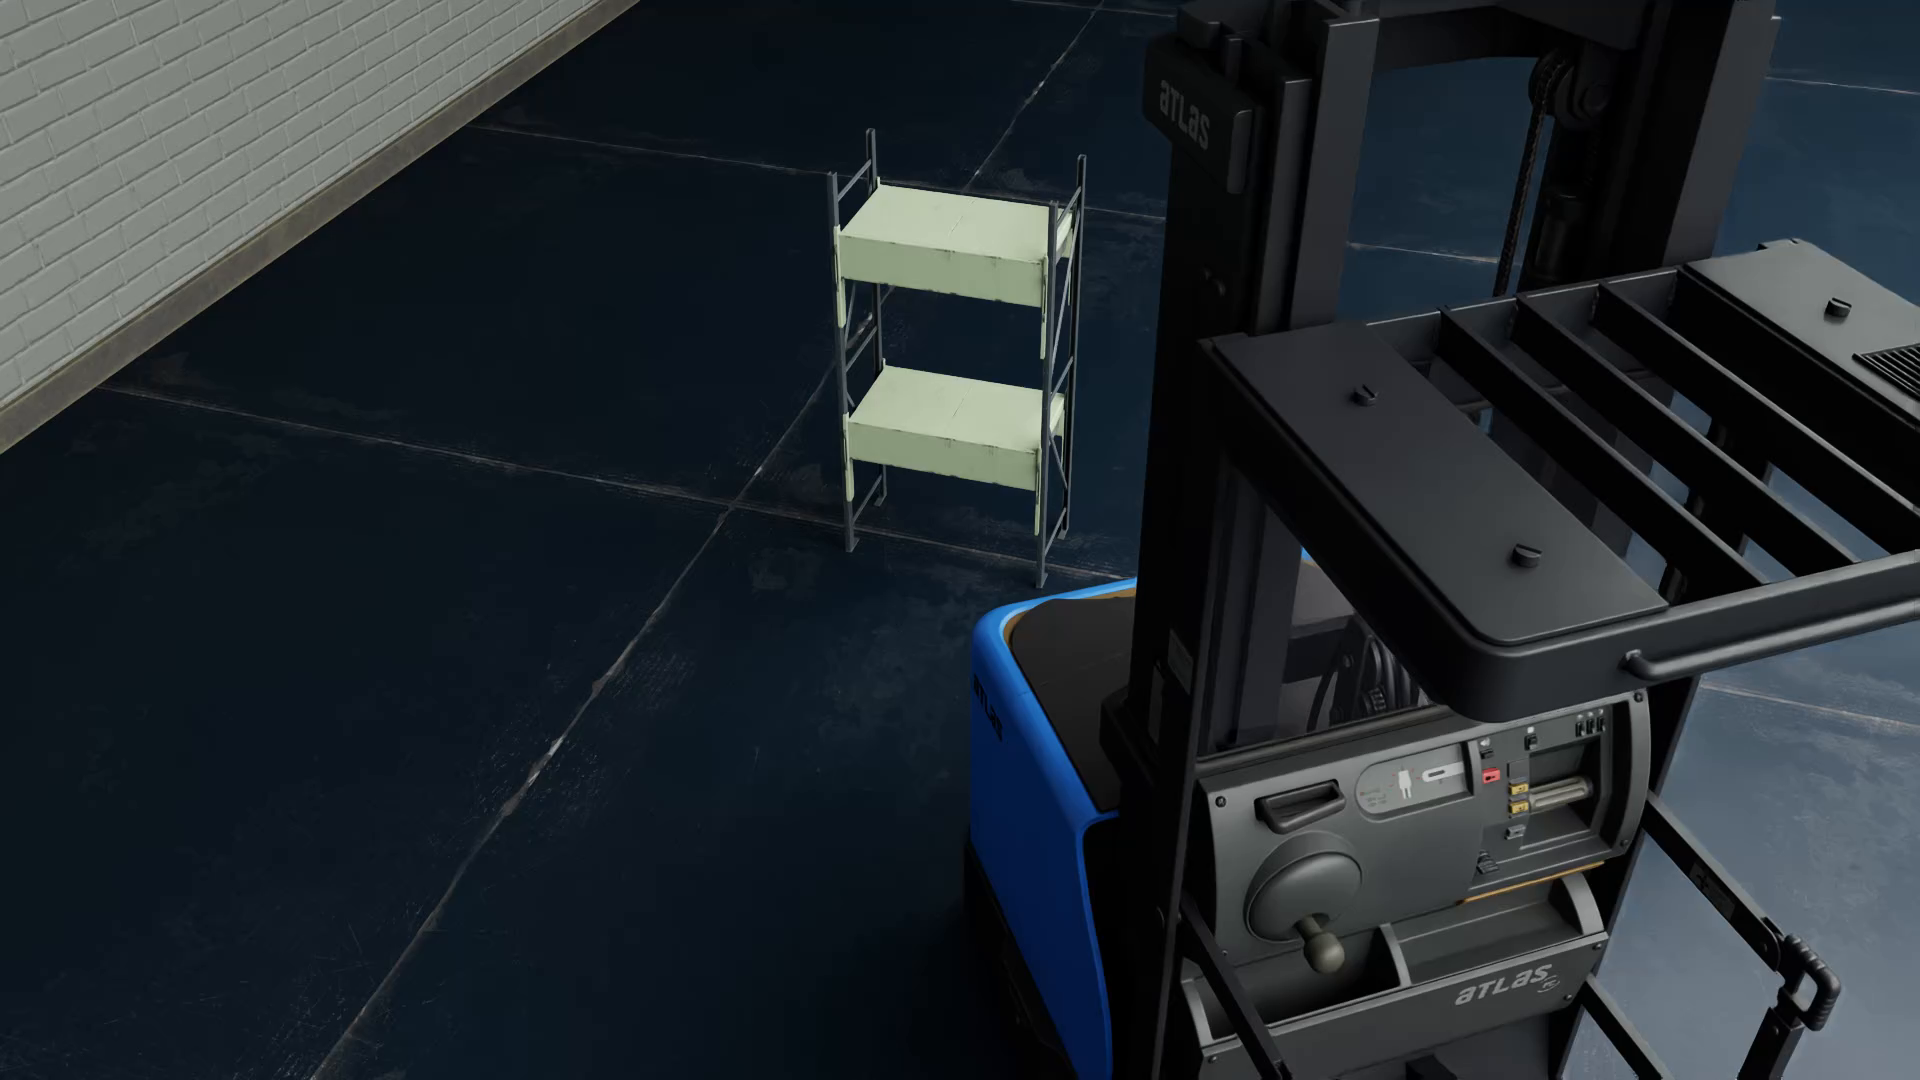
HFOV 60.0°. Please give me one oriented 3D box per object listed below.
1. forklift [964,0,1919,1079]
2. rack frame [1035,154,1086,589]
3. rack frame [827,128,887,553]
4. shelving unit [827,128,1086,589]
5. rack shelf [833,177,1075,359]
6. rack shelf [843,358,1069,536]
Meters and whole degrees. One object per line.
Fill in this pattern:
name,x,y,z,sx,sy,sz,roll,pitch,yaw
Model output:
forklift,0.960,0.601,2.960,1.130,2.935,3.031,-11,38,-15
rack frame,0.343,-0.541,5.719,0.023,1.500,0.400,10,38,14
rack frame,-0.356,-0.670,5.895,0.023,1.500,0.400,10,38,14
shelving unit,-0.006,-0.605,5.807,0.755,1.500,0.431,10,38,14
rack shelf,-0.006,-0.920,5.576,0.720,0.370,0.431,10,38,14
rack shelf,-0.006,-0.343,6.000,0.720,0.370,0.431,10,38,14
